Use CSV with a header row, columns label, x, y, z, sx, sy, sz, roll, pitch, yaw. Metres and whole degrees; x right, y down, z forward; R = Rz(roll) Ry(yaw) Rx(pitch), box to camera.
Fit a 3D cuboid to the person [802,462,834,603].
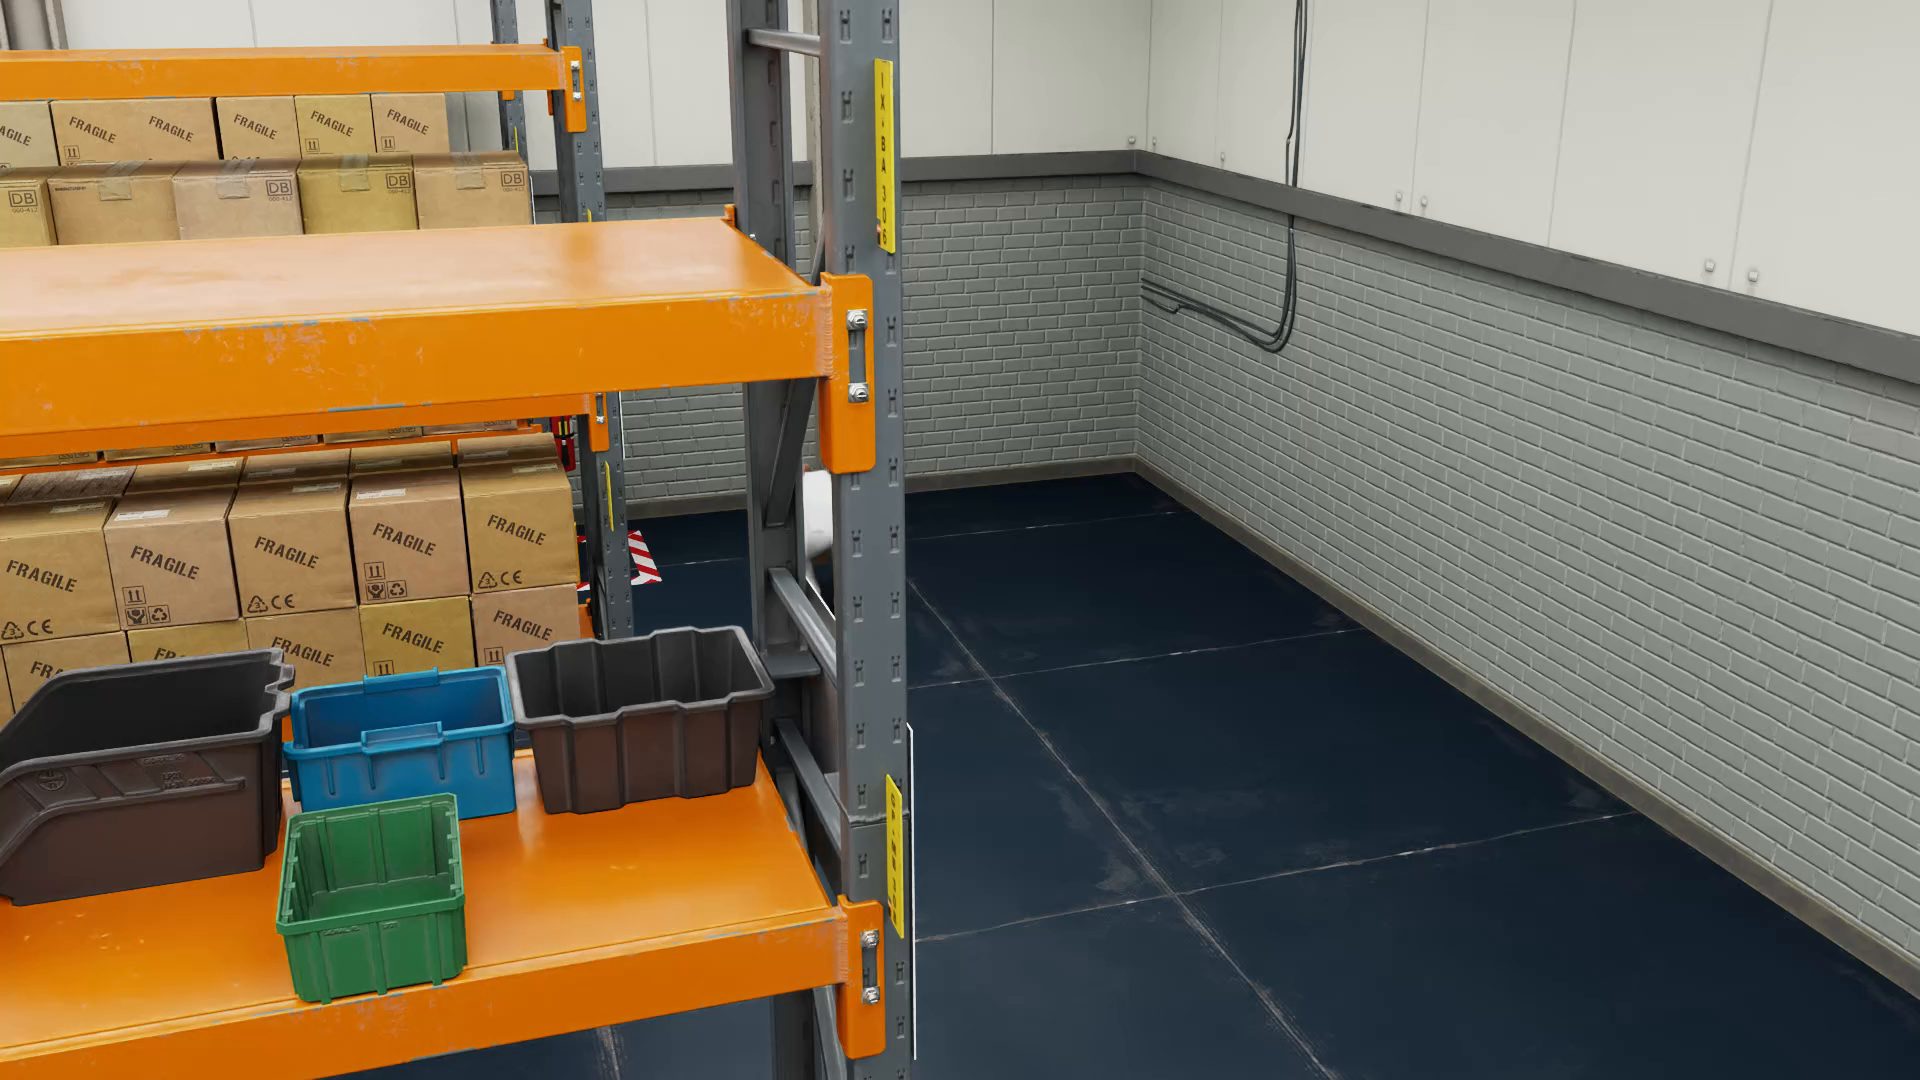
label,x,y,z,sx,sy,sz,roll,pitch,yaw
person,-1.078,0.002,12.704,0.585,1.048,0.942,-7,20,-20
